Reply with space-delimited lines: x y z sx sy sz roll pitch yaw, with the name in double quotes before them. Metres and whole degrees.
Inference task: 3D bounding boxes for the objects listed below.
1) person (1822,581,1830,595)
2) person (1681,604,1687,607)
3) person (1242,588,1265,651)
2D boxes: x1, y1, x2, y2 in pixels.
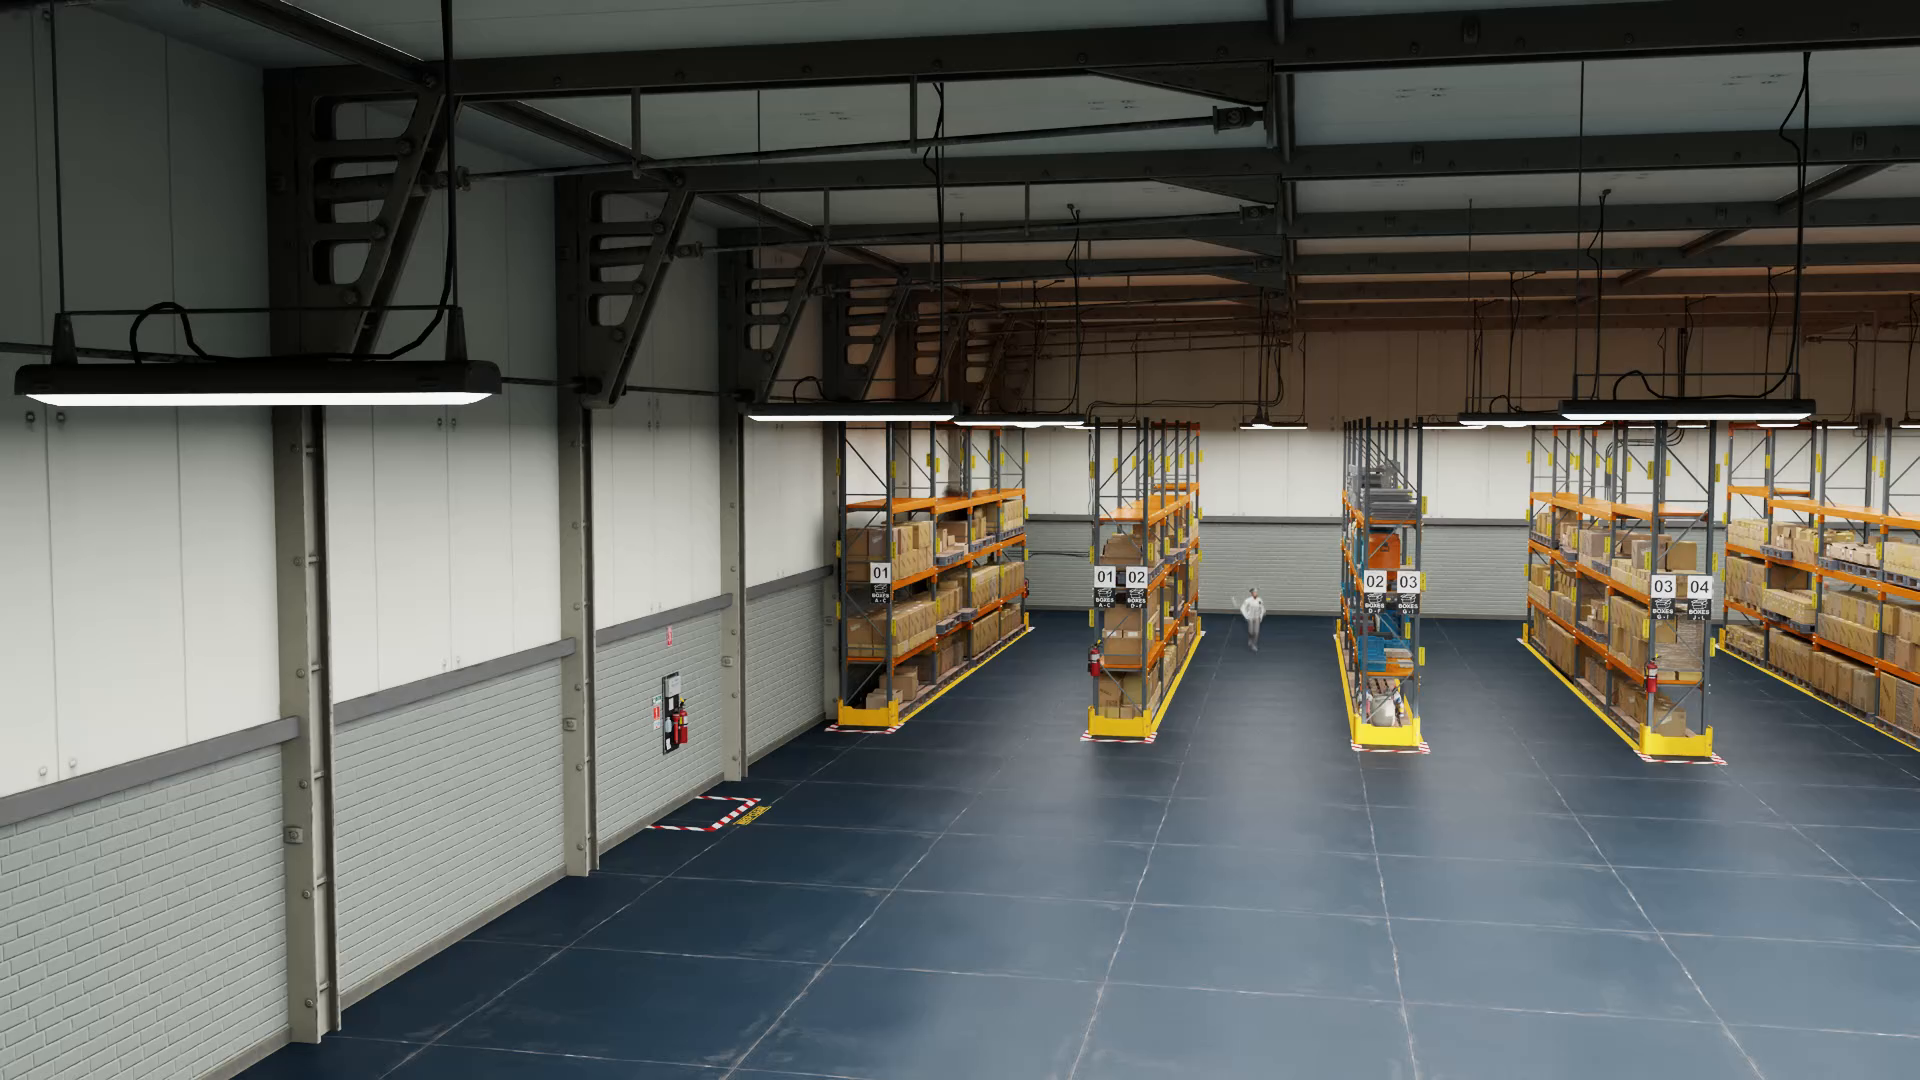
"person" 23.334 1.957 44.956 0.615 1.682 0.692 1 4 19
"person" 18.883 1.995 43.605 0.679 1.787 0.872 2 4 24
"person" 7.717 2.069 43.661 0.614 1.663 0.502 0 4 -4
